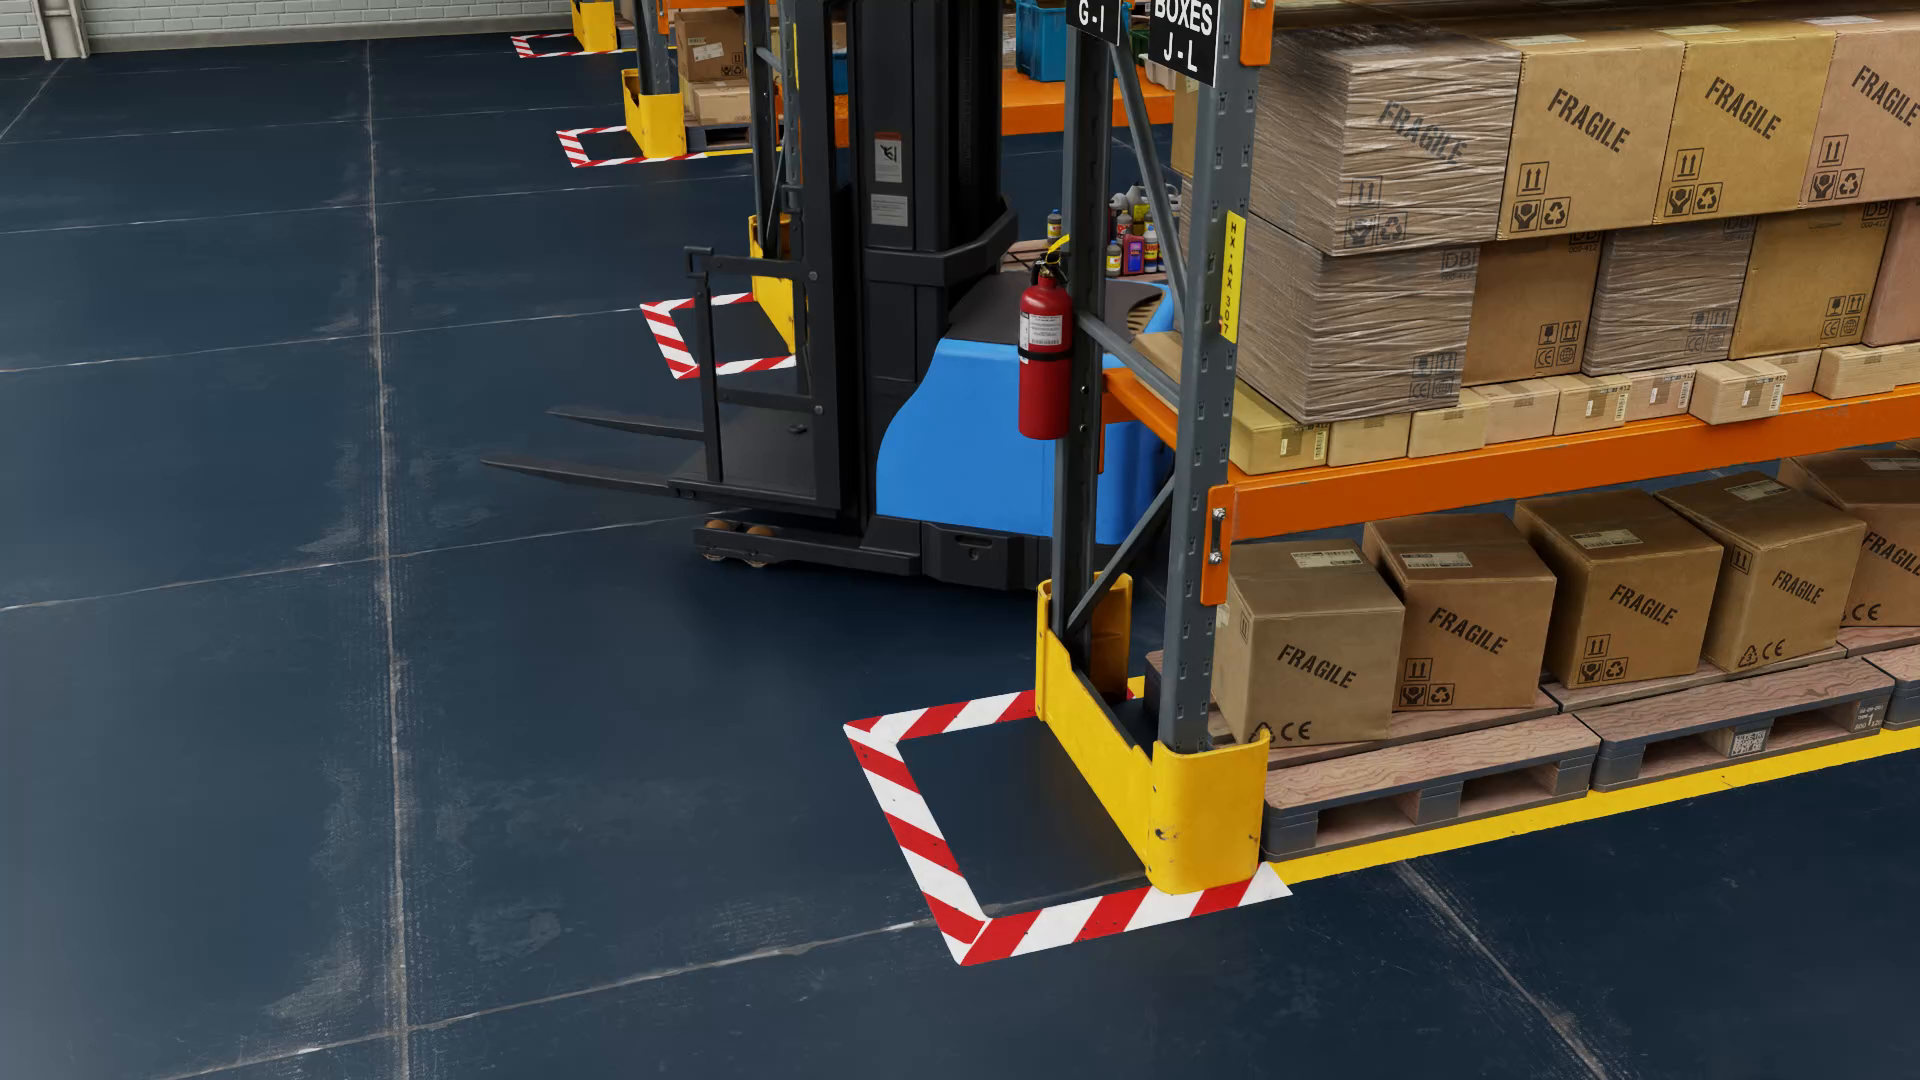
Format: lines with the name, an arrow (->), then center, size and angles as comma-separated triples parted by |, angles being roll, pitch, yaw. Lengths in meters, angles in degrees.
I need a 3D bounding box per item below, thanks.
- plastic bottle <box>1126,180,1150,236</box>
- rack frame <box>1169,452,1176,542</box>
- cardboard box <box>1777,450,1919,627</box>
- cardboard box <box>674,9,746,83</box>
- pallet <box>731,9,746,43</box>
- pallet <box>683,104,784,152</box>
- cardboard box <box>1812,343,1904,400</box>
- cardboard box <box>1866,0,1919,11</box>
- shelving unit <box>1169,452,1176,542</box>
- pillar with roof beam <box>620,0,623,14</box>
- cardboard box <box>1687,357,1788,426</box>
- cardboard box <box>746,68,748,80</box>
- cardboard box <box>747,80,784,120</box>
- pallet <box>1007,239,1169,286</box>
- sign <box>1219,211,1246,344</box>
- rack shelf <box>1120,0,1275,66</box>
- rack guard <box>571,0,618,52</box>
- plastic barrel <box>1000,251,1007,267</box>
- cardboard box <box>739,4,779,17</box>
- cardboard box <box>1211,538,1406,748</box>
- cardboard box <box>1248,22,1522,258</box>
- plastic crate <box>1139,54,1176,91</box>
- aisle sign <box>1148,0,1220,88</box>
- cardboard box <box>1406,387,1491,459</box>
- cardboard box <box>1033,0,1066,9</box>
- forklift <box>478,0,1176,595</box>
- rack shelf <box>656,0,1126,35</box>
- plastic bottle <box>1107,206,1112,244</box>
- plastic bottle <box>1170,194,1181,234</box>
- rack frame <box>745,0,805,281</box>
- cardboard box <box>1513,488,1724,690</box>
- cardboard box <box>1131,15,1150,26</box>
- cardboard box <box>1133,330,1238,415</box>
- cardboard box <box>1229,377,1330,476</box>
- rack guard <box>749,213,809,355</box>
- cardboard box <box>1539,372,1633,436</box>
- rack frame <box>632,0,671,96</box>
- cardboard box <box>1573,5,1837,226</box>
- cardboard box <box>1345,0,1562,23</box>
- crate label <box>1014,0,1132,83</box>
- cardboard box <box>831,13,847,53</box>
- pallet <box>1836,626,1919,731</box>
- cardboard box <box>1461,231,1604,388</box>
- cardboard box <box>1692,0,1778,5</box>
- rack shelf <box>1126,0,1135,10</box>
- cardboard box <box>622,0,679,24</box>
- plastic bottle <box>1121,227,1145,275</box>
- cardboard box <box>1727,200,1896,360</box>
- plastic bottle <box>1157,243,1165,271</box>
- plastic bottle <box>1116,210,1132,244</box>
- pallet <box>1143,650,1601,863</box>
plastic bottle -> 1.139, -2.124, 10.639 | 0.185, 0.351, 0.144 | -7, 27, -14
rack frame -> 0.998, -0.493, 6.894 | 0.015, 1.200, 0.240 | -22, 34, -37
cardboard box -> 3.395, -0.013, 6.242 | 0.500, 0.500, 0.500 | 0, 26, 0
cardboard box -> -2.120, -4.195, 14.104 | 0.500, 0.500, 0.500 | -8, 28, -16
pallet -> -2.062, -5.822, 18.740 | 1.213, 0.211, 1.003 | -8, 28, -16
pallet -> -1.824, -3.577, 14.218 | 1.213, 0.211, 1.003 | -8, 28, -16
cardboard box -> 2.785, -0.598, 5.364 | 0.250, 0.149, 0.380 | -8, 28, -16
cardboard box -> 3.036, -1.375, 5.074 | 0.500, 0.500, 0.500 | -8, 28, -16
shelving unit -> 1.177, -0.567, 7.042 | 0.503, 1.200, 0.258 | -22, 34, -37
pillar with roof beam -> -2.345, -8.126, 13.499 | 0.400, 9.000, 9.100 | -8, 28, -16
cardboard box -> 2.327, -0.506, 5.178 | 0.250, 0.149, 0.380 | -8, 28, -16
cardboard box -> -1.648, -3.932, 14.418 | 0.500, 0.250, 0.500 | -8, 28, -16
cardboard box -> -1.485, -3.710, 13.970 | 0.500, 0.250, 0.500 | -8, 28, -16
pallet -> 0.982, -1.666, 10.368 | 1.213, 0.211, 1.003 | -8, 28, -16
sign -> 0.694, -0.673, 4.258 | 0.005, 0.325, 0.100 | -8, 28, -16
rack shelf -> 2.428, -1.811, 4.960 | 4.000, 0.370, 1.077 | -8, 28, -16
rack guard -> -4.003, -5.688, 18.145 | 0.348, 0.500, 1.175 | -8, 28, -16
plastic barrel -> 0.071, -1.874, 9.977 | 0.421, 0.512, 0.421 | 0, 26, 0
cardboard box -> -2.135, -6.090, 18.461 | 0.500, 0.500, 0.700 | -10, 28, -19
cardboard box -> 1.125, 0.338, 5.534 | 0.500, 0.500, 0.500 | -3, 27, -7
cardboard box -> 1.134, -1.101, 4.522 | 0.500, 0.500, 0.500 | -8, 28, -16
plastic crate -> 1.330, -2.710, 9.633 | 0.437, 0.136, 0.530 | -8, 28, -16
aisle sign -> 0.560, -1.543, 4.062 | 0.004, 0.787, 0.394 | -8, 28, -16
cardboard box -> 1.357, -0.395, 4.954 | 0.250, 0.149, 0.380 | -8, 28, -16
cardboard box -> 0.728, -4.615, 14.949 | 0.500, 0.500, 0.500 | -8, 28, -16
forklift -> -0.621, -1.415, 6.805 | 3.031, 2.935, 1.130 | 8, 27, 15
rack shelf -> -0.636, -4.656, 14.065 | 4.000, 0.370, 1.077 | -8, 28, -16
plastic bottle -> 0.885, -2.005, 10.476 | 0.133, 0.283, 0.061 | -8, 28, -16
plastic bottle -> 1.386, -2.057, 10.588 | 0.135, 0.276, 0.152 | -8, 28, -16
rack frame -> -1.008, -2.608, 9.131 | 0.127, 3.000, 1.000 | -8, 28, -16
cardboard box -> 2.284, 0.163, 5.886 | 0.500, 0.500, 0.500 | -6, 27, -11
cardboard box -> 1.562, -4.639, 15.210 | 0.500, 0.311, 0.500 | -8, 28, -16
cardboard box -> 0.733, -0.528, 5.223 | 0.250, 0.149, 0.380 | -8, 28, -16
cardboard box -> 0.871, -0.340, 4.844 | 0.250, 0.149, 0.380 | -8, 28, -16
rack guard -> -0.950, -1.519, 9.748 | 0.348, 0.500, 1.175 | -8, 28, -16
cardboard box -> 1.828, -0.469, 5.104 | 0.250, 0.149, 0.380 | -8, 28, -16
rack frame -> -2.538, -4.703, 13.350 | 0.127, 3.000, 1.000 | -8, 28, -16
cardboard box -> 2.086, -1.236, 4.795 | 0.500, 0.500, 0.500 | -8, 28, -16
cardboard box -> 1.446, -1.392, 5.108 | 0.500, 0.500, 0.500 | -8, 28, -16
crate label -> 0.659, -2.992, 9.864 | 0.616, 0.435, 0.502 | -8, 28, -16
cardboard box -> -1.013, -4.119, 13.951 | 0.500, 0.500, 0.500 | -8, 28, -16
pallet -> 3.702, 0.291, 6.426 | 1.213, 0.211, 1.003 | -8, 28, -16
cardboard box -> 1.496, -0.876, 5.194 | 0.500, 0.500, 0.875 | -8, 28, -16
cardboard box -> 2.401, -1.525, 5.377 | 0.500, 0.500, 0.500 | -8, 28, -16
rack shelf -> 3.167, -5.207, 15.175 | 4.000, 0.370, 1.077 | -8, 28, -16
cardboard box -> -3.390, -5.847, 18.184 | 0.500, 0.311, 0.500 | -12, 29, -22
plastic bottle -> 1.034, -1.730, 9.922 | 0.133, 0.283, 0.061 | -8, 27, -15
cardboard box -> 2.464, -0.990, 5.425 | 0.500, 0.500, 0.875 | -8, 28, -16
plastic bottle -> 1.234, -1.762, 10.000 | 0.097, 0.271, 0.097 | 0, 26, 0
plastic bottle -> 1.039, -1.982, 10.522 | 0.097, 0.201, 0.097 | 0, 26, 0
pallet -> 1.382, 0.627, 5.749 | 1.213, 0.211, 1.003 | -8, 28, -16
